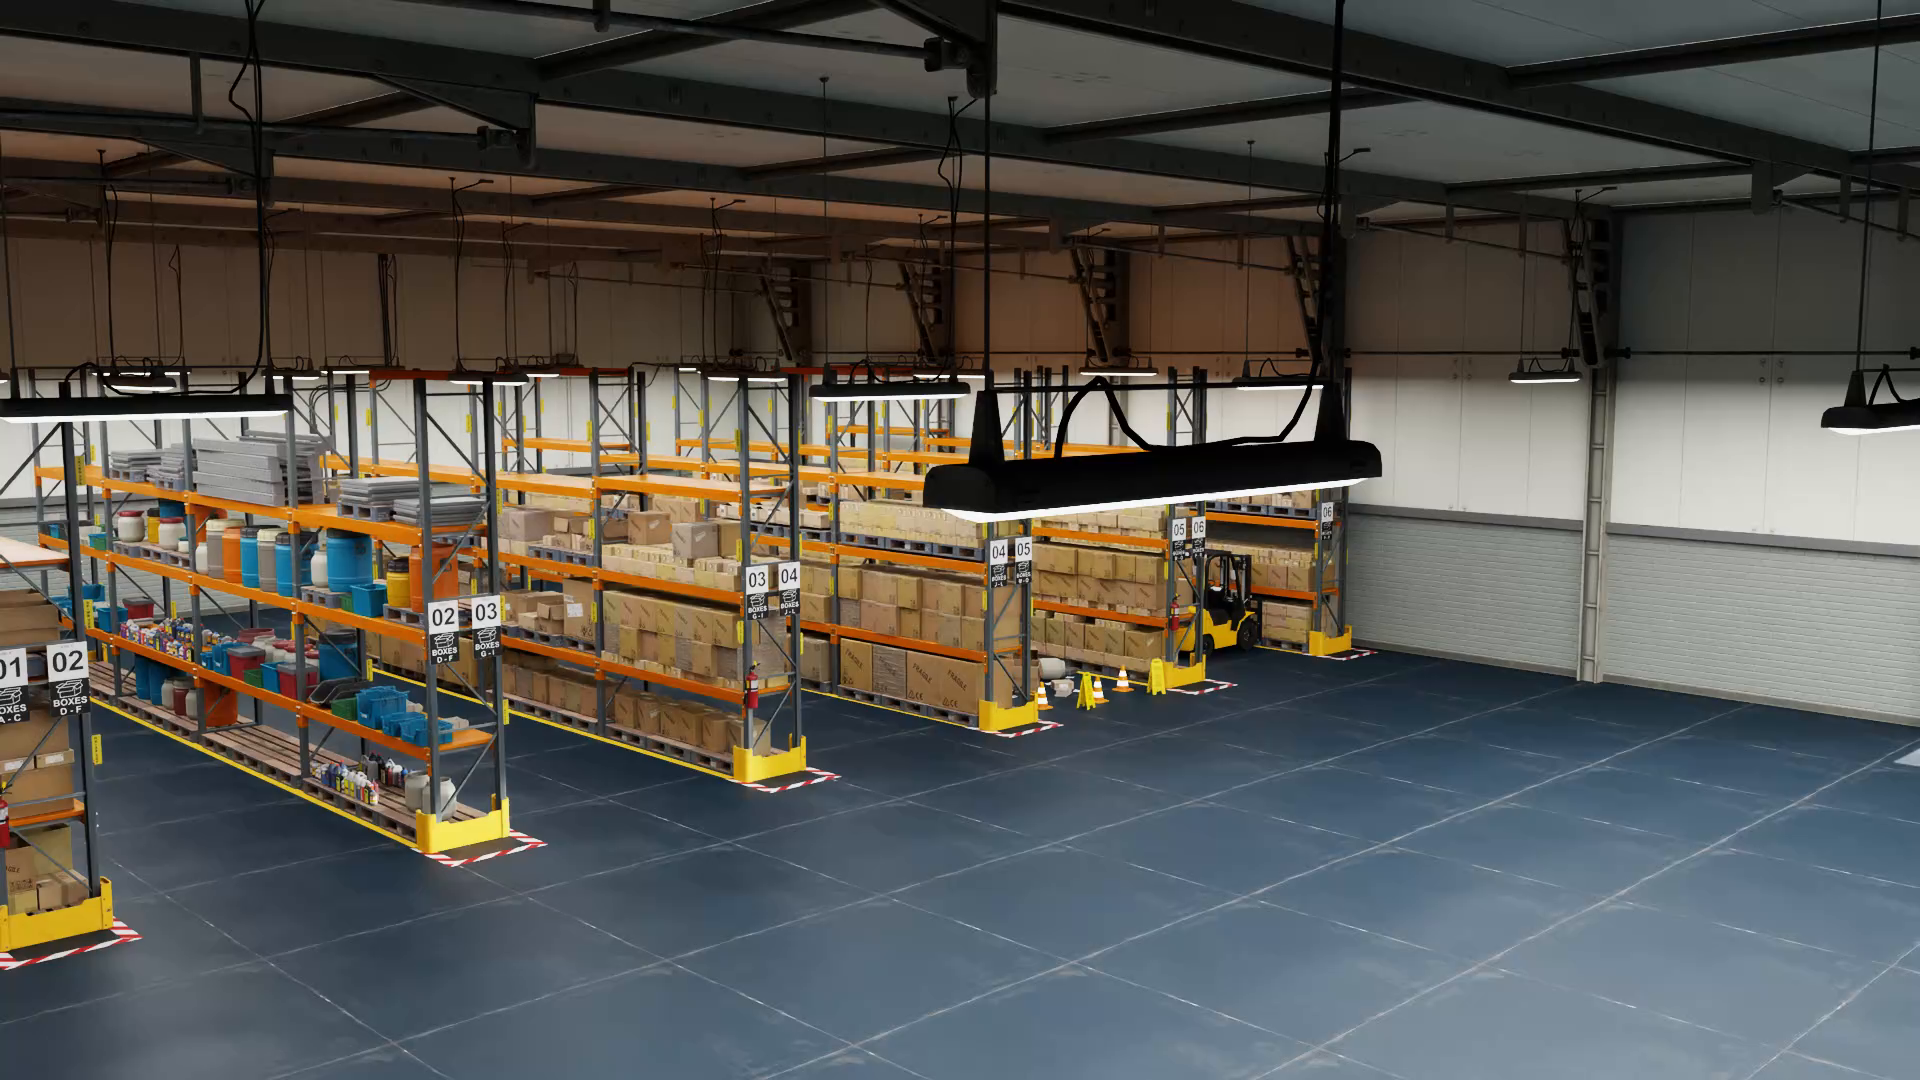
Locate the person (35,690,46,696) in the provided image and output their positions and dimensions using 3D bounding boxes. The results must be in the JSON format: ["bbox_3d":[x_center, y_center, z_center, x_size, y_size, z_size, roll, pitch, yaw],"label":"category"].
[{"bbox_3d":[-15.264,2.384,27.439,0.678,1.715,0.519,-1,7,-9],"label":"person"}]
